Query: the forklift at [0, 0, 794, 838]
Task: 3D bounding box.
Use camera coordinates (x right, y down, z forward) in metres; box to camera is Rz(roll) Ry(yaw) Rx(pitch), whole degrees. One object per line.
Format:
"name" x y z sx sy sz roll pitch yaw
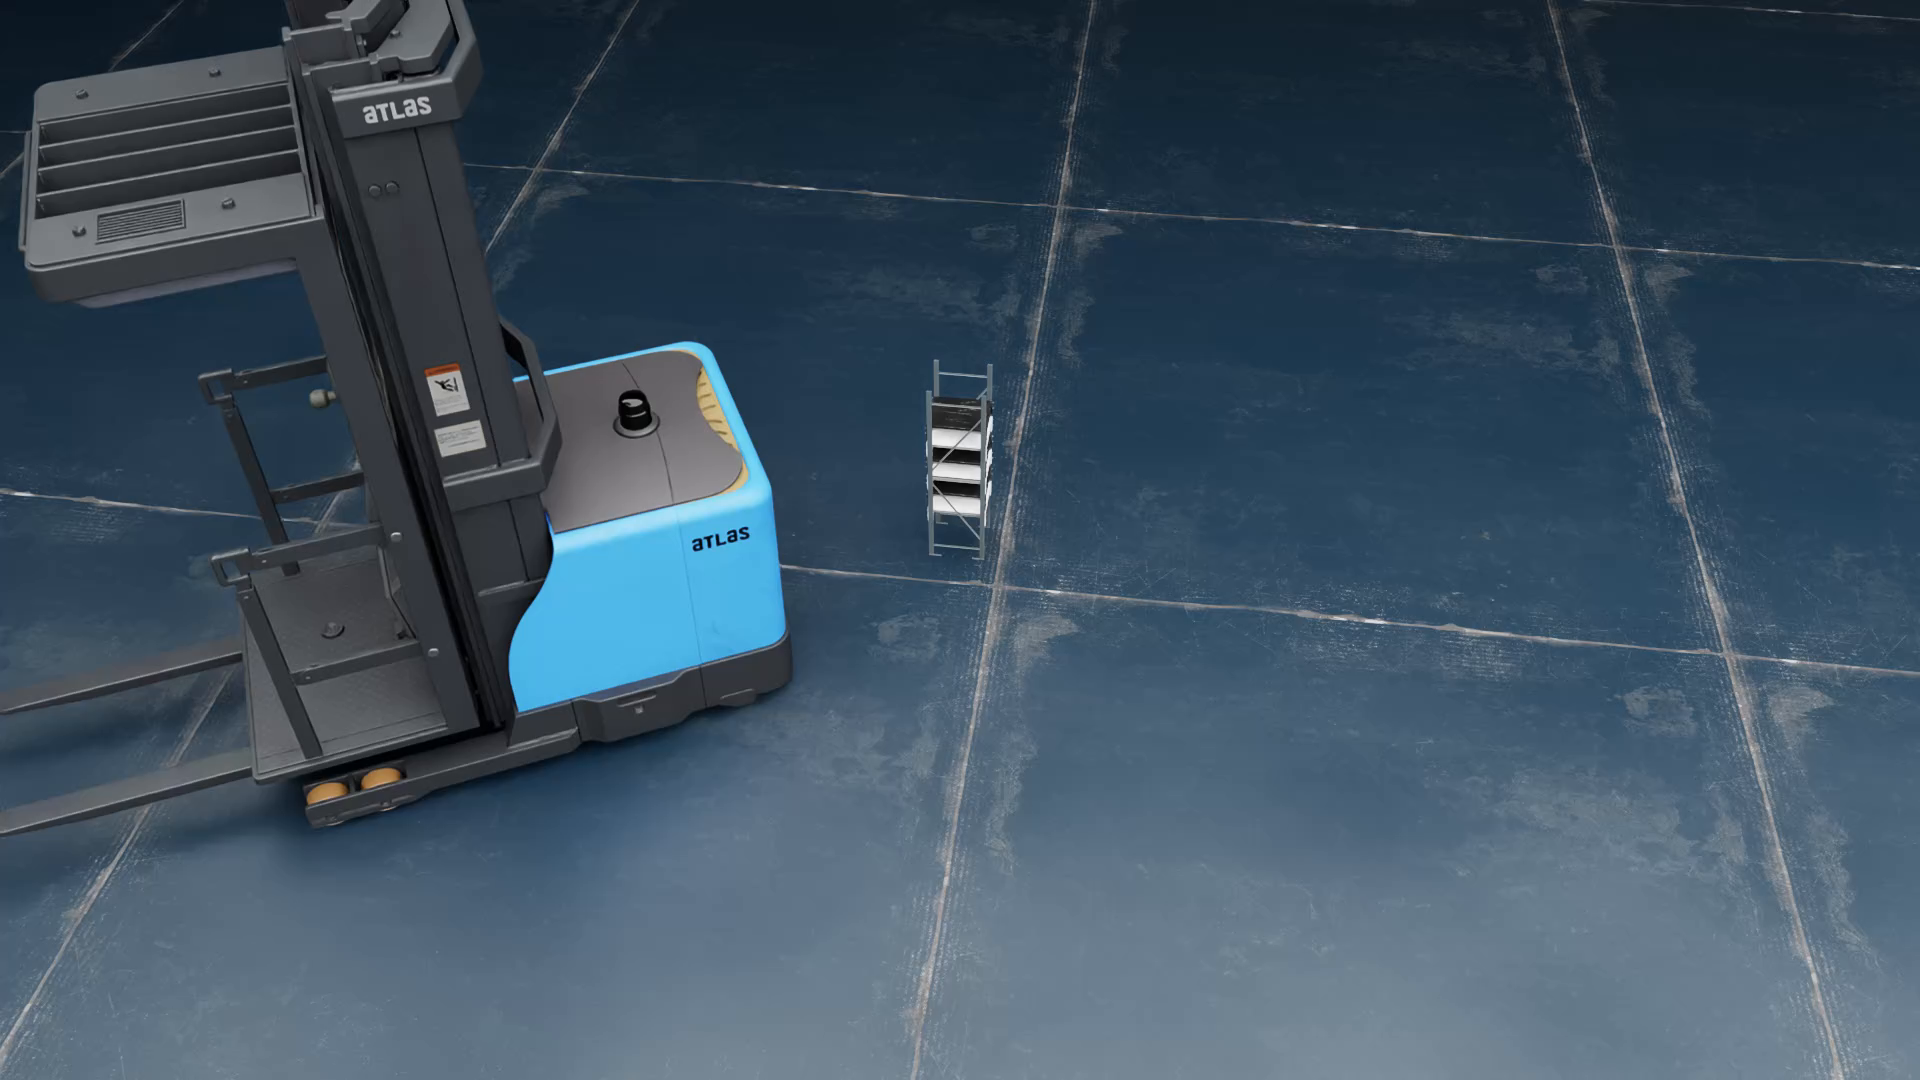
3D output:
"forklift" -2.234 -0.420 5.584 3.031 2.935 1.130 -14 45 -15

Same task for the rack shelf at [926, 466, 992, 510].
"rack shelf" -0.001 -0.232 7.042 0.258 0.077 0.200 5 44 6

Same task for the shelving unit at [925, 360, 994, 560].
"shelving unit" -0.001 -0.321 6.957 0.258 0.900 0.210 5 44 6

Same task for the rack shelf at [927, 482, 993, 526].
"rack shelf" -0.001 -0.166 7.104 0.258 0.077 0.200 5 44 6

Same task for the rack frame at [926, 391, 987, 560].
"rack frame" -0.015 -0.252 6.884 0.240 0.900 0.006 5 44 6

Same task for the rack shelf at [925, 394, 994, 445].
"rack shelf" -0.001 -0.493 6.794 0.258 0.077 0.200 5 44 6

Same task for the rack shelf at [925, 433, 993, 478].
"rack shelf" -0.001 -0.362 6.918 0.258 0.077 0.200 5 44 6

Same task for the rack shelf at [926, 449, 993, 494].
"rack shelf" -0.001 -0.297 6.980 0.258 0.077 0.200 5 44 6

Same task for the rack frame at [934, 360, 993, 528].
"rack frame" 0.012 -0.391 7.030 0.240 0.900 0.006 5 44 6

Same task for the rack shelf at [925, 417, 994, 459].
"rack shelf" -0.001 -0.428 6.856 0.258 0.077 0.200 5 44 6
